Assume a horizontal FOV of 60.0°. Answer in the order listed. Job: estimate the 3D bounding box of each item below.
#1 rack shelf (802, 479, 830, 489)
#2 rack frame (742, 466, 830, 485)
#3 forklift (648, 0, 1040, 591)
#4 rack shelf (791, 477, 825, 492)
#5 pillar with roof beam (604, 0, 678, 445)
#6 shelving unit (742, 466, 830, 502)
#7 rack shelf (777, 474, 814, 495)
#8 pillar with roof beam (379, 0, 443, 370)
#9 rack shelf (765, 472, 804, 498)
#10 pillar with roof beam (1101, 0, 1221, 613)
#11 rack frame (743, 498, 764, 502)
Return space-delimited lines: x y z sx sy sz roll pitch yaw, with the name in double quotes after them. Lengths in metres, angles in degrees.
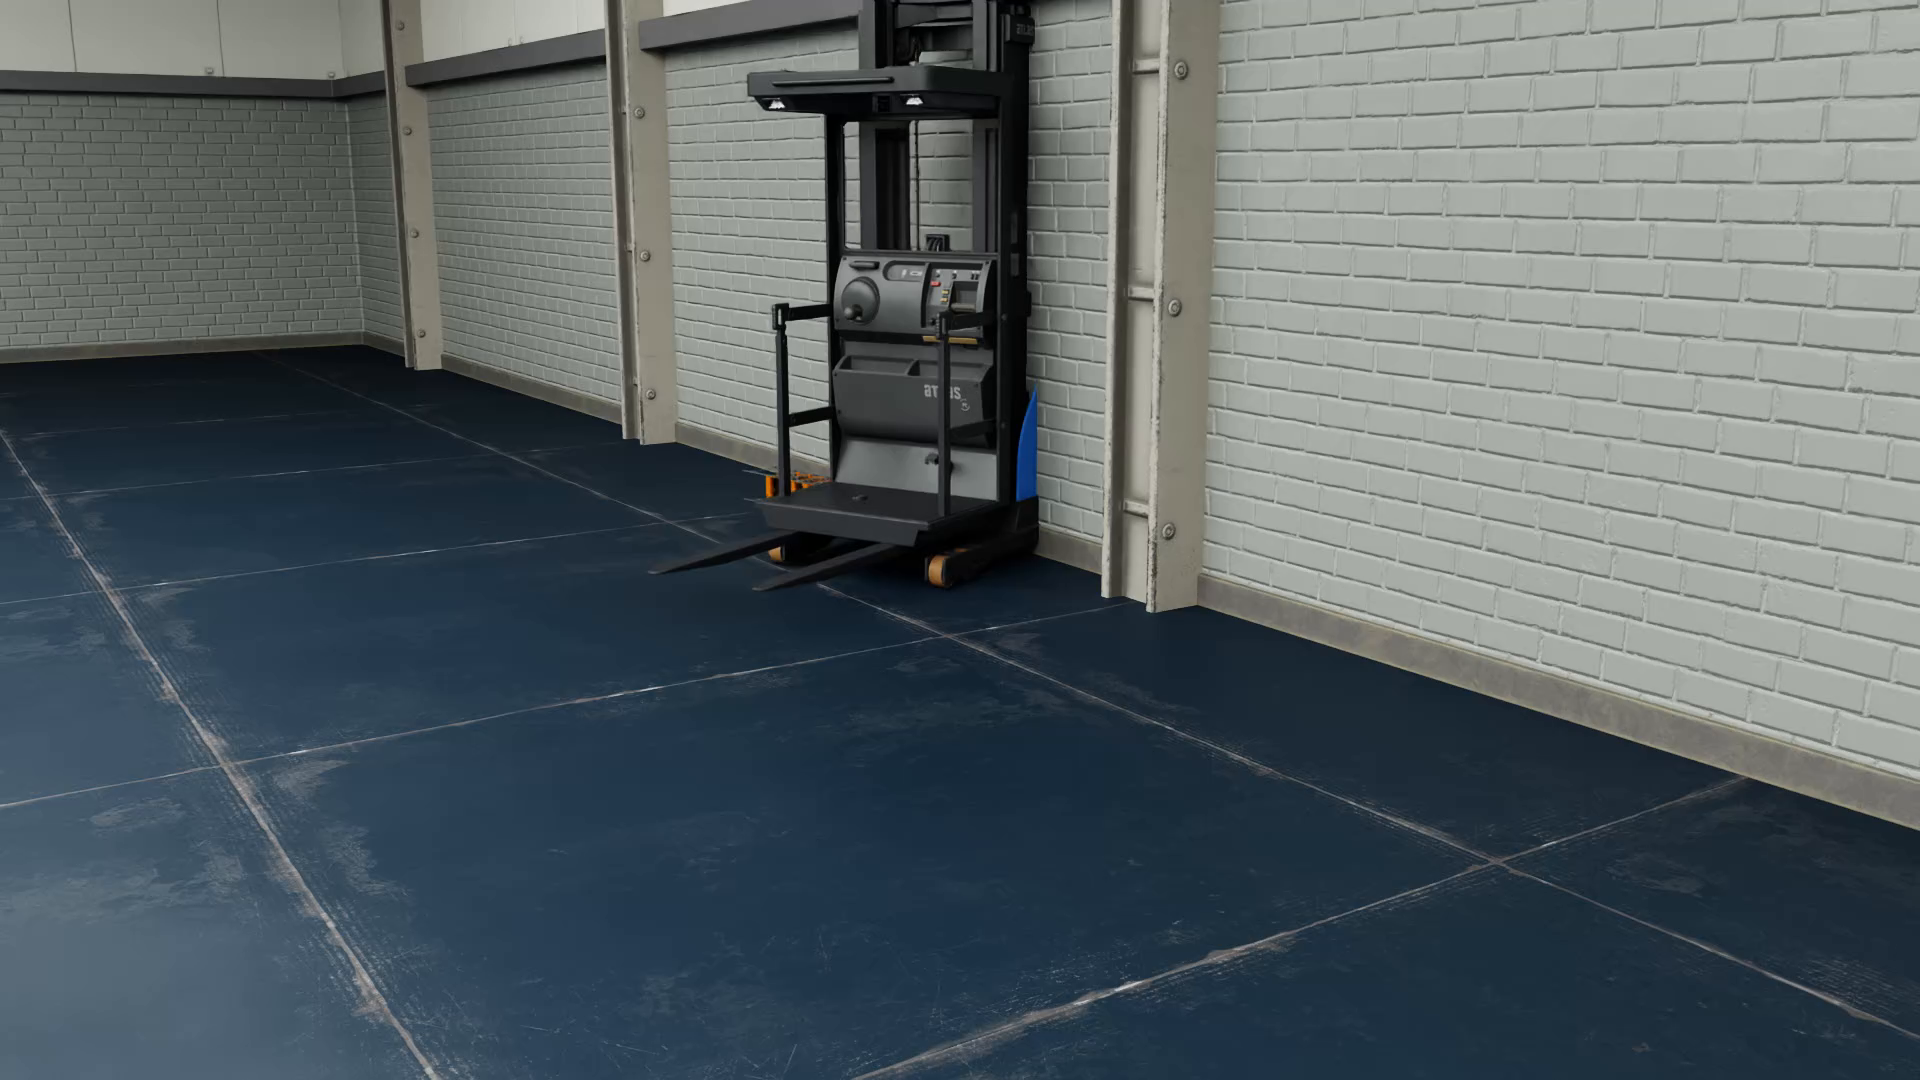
-0.837 -0.269 10.137 0.258 0.180 0.103 -12 17 -43 "rack shelf"
-0.868 -0.365 10.148 0.240 0.006 1.200 -12 17 -43 "rack frame"
-0.361 -1.306 8.475 1.130 2.935 3.031 7 14 31 "forklift"
-0.921 -0.287 10.221 0.258 0.180 0.103 -12 17 -43 "rack shelf"
-5.985 -4.665 9.631 9.100 9.000 0.400 -8 15 -33 "pillar with roof beam"
-0.868 -0.275 10.168 0.258 0.189 1.200 -12 17 -43 "shelving unit"
-1.005 -0.305 10.304 0.258 0.180 0.103 -12 17 -43 "rack shelf"
-9.309 -5.732 14.511 9.100 9.000 0.400 -8 15 -33 "pillar with roof beam"
-1.089 -0.324 10.388 0.258 0.180 0.103 -12 17 -43 "rack shelf"
-2.660 -3.598 4.752 9.100 9.000 0.400 -8 15 -33 "pillar with roof beam"
-0.868 -0.186 10.187 0.240 0.006 1.200 -12 17 -43 "rack frame"
